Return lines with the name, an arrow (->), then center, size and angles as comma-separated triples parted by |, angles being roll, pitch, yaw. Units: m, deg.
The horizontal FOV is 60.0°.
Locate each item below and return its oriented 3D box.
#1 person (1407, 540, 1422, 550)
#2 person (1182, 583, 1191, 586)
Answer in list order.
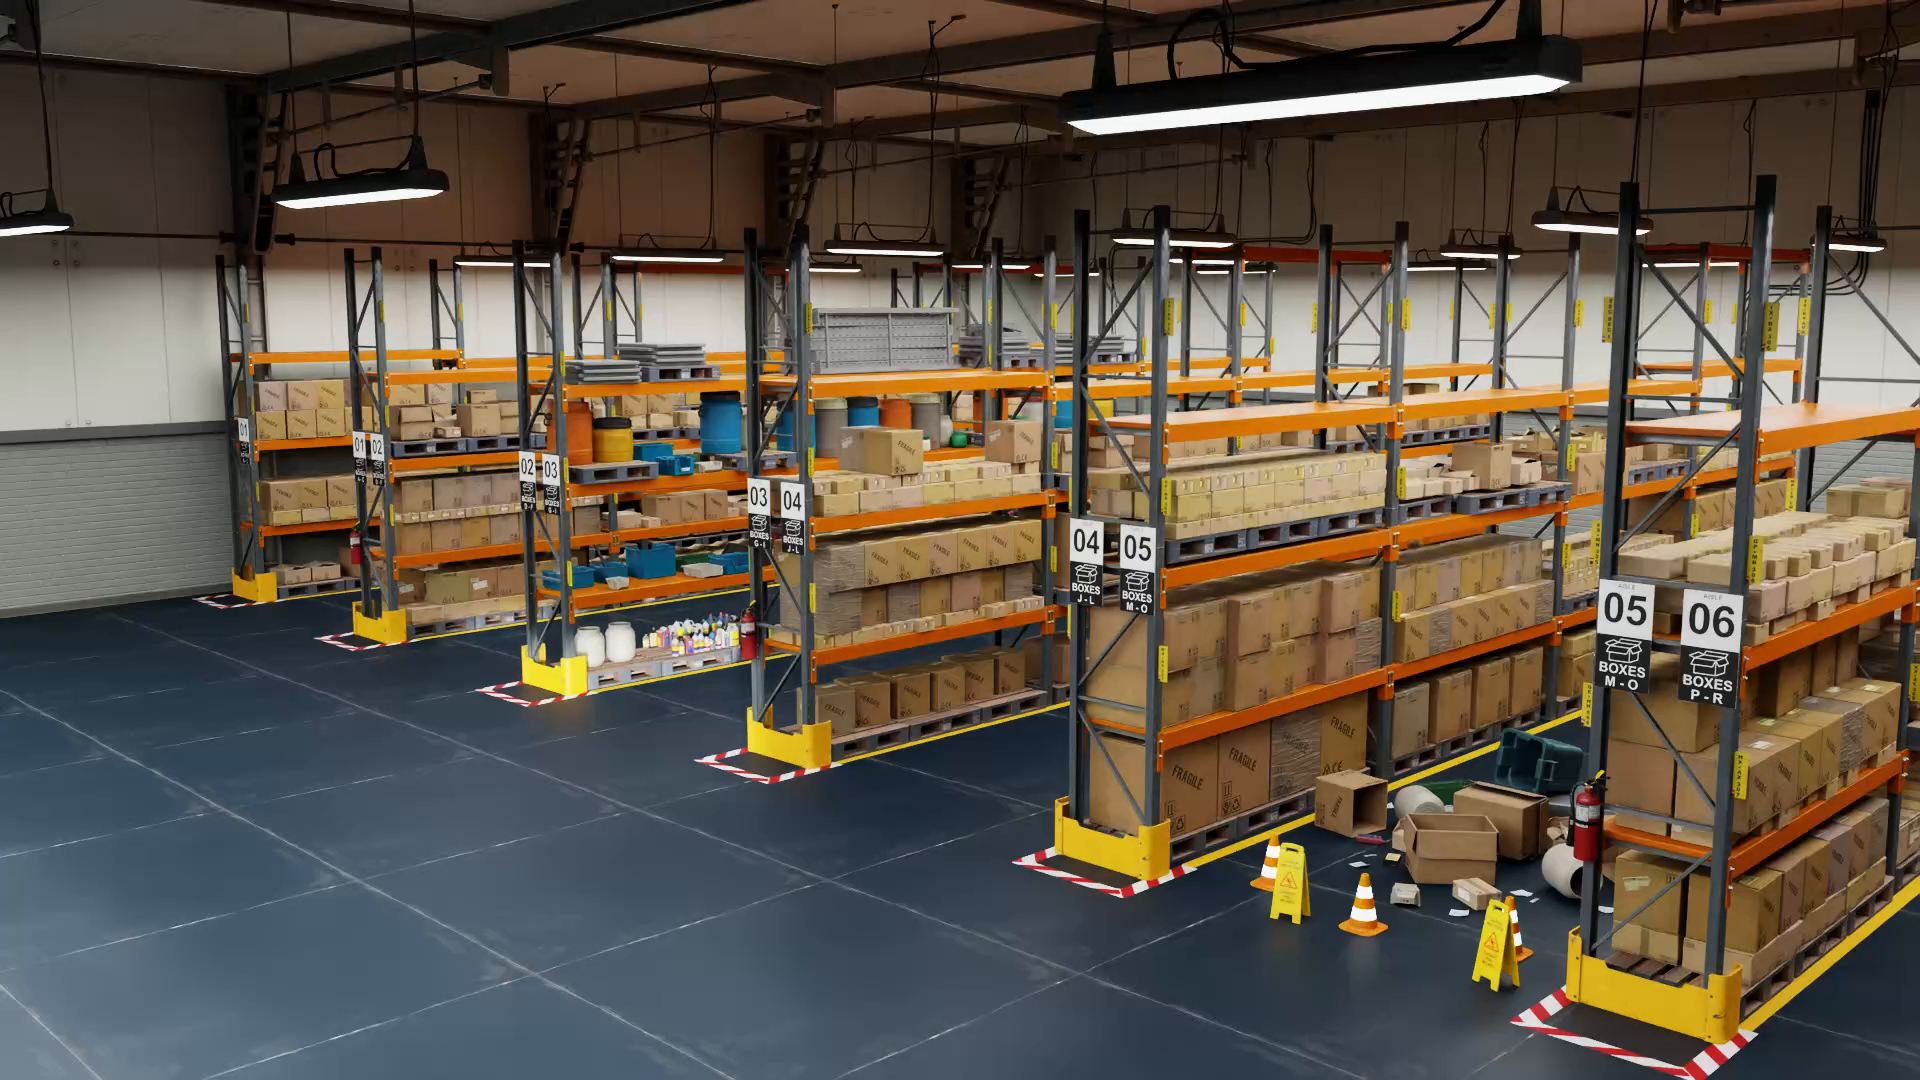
person -> 7.047, 0.753, 25.714 | 0.497, 1.557, 0.823 | 7, 11, 42
person -> 3.004, 1.281, 21.812 | 0.487, 1.646, 0.395 | -4, 9, -24
